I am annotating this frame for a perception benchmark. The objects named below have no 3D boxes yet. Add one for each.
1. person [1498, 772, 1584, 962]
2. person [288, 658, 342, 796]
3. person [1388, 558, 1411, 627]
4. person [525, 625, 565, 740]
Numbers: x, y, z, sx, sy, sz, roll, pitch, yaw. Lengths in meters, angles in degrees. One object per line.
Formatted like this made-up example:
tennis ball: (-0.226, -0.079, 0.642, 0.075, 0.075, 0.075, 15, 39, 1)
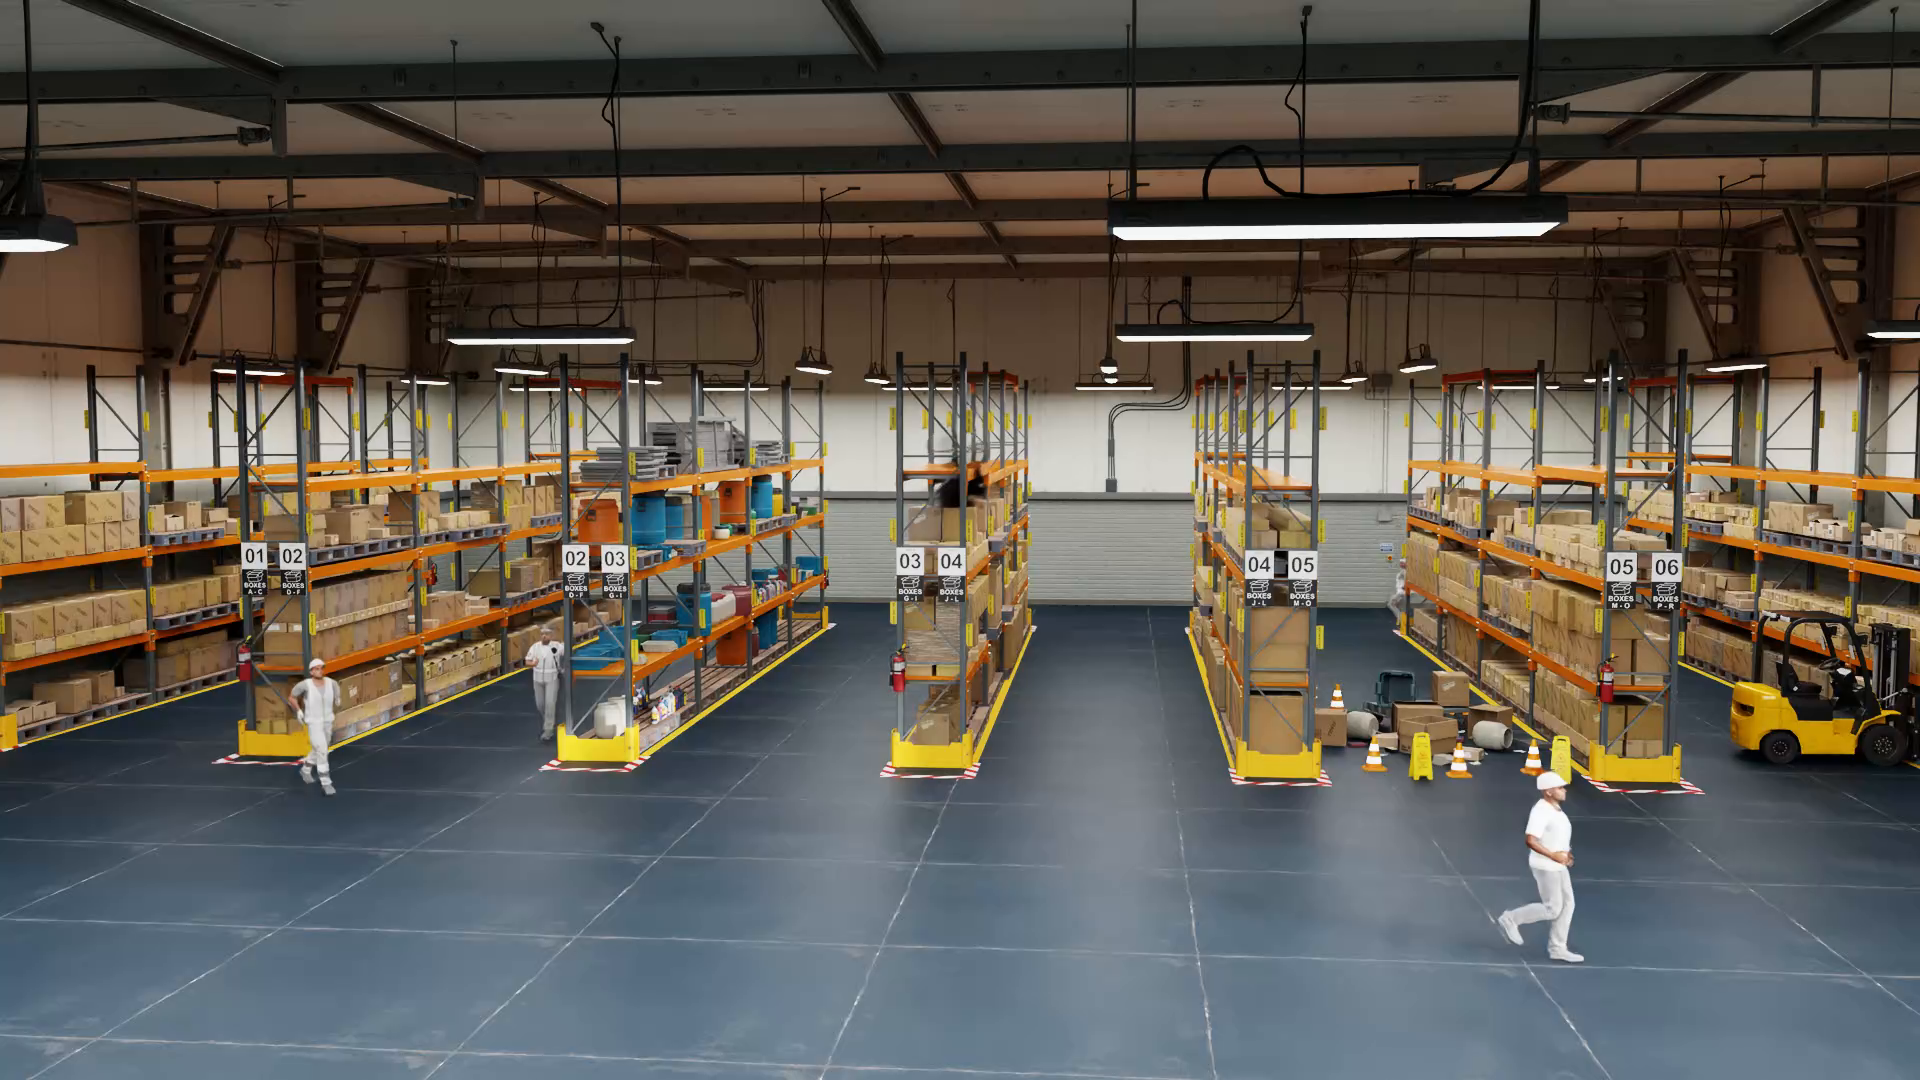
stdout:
person: (5.463, 3.027, 15.516, 0.744, 1.743, 0.697, 3, 5, 32)
person: (-8.680, 2.500, 22.552, 0.916, 1.815, 0.629, 3, 5, 39)
person: (10.717, 1.268, 40.433, 0.599, 1.742, 0.748, 3, 5, 33)
person: (-6.562, 2.218, 26.393, 0.662, 1.768, 0.944, 0, 4, 2)
